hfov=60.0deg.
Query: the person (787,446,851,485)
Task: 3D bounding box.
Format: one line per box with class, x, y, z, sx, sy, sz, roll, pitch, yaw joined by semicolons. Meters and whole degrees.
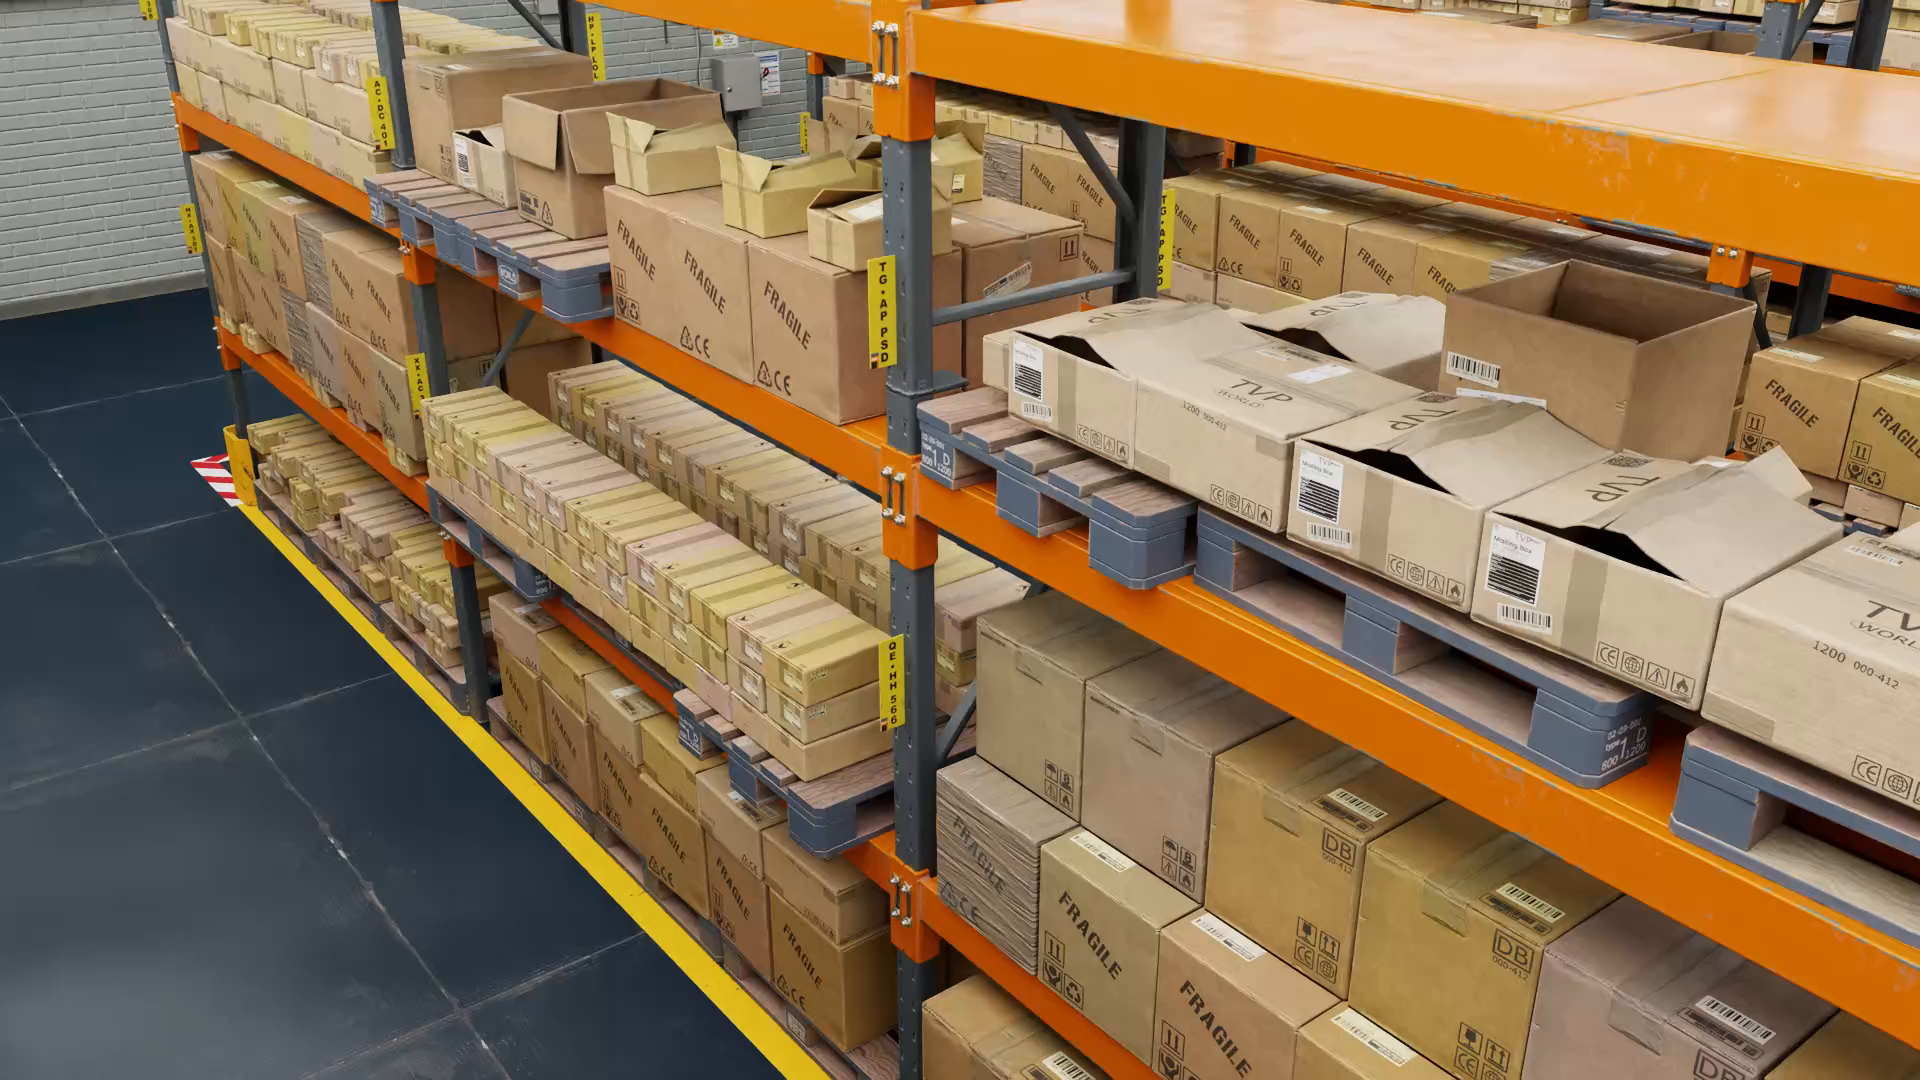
person;-0.994;-1.073;11.394;0.548;1.750;0.744;-11;27;-23
